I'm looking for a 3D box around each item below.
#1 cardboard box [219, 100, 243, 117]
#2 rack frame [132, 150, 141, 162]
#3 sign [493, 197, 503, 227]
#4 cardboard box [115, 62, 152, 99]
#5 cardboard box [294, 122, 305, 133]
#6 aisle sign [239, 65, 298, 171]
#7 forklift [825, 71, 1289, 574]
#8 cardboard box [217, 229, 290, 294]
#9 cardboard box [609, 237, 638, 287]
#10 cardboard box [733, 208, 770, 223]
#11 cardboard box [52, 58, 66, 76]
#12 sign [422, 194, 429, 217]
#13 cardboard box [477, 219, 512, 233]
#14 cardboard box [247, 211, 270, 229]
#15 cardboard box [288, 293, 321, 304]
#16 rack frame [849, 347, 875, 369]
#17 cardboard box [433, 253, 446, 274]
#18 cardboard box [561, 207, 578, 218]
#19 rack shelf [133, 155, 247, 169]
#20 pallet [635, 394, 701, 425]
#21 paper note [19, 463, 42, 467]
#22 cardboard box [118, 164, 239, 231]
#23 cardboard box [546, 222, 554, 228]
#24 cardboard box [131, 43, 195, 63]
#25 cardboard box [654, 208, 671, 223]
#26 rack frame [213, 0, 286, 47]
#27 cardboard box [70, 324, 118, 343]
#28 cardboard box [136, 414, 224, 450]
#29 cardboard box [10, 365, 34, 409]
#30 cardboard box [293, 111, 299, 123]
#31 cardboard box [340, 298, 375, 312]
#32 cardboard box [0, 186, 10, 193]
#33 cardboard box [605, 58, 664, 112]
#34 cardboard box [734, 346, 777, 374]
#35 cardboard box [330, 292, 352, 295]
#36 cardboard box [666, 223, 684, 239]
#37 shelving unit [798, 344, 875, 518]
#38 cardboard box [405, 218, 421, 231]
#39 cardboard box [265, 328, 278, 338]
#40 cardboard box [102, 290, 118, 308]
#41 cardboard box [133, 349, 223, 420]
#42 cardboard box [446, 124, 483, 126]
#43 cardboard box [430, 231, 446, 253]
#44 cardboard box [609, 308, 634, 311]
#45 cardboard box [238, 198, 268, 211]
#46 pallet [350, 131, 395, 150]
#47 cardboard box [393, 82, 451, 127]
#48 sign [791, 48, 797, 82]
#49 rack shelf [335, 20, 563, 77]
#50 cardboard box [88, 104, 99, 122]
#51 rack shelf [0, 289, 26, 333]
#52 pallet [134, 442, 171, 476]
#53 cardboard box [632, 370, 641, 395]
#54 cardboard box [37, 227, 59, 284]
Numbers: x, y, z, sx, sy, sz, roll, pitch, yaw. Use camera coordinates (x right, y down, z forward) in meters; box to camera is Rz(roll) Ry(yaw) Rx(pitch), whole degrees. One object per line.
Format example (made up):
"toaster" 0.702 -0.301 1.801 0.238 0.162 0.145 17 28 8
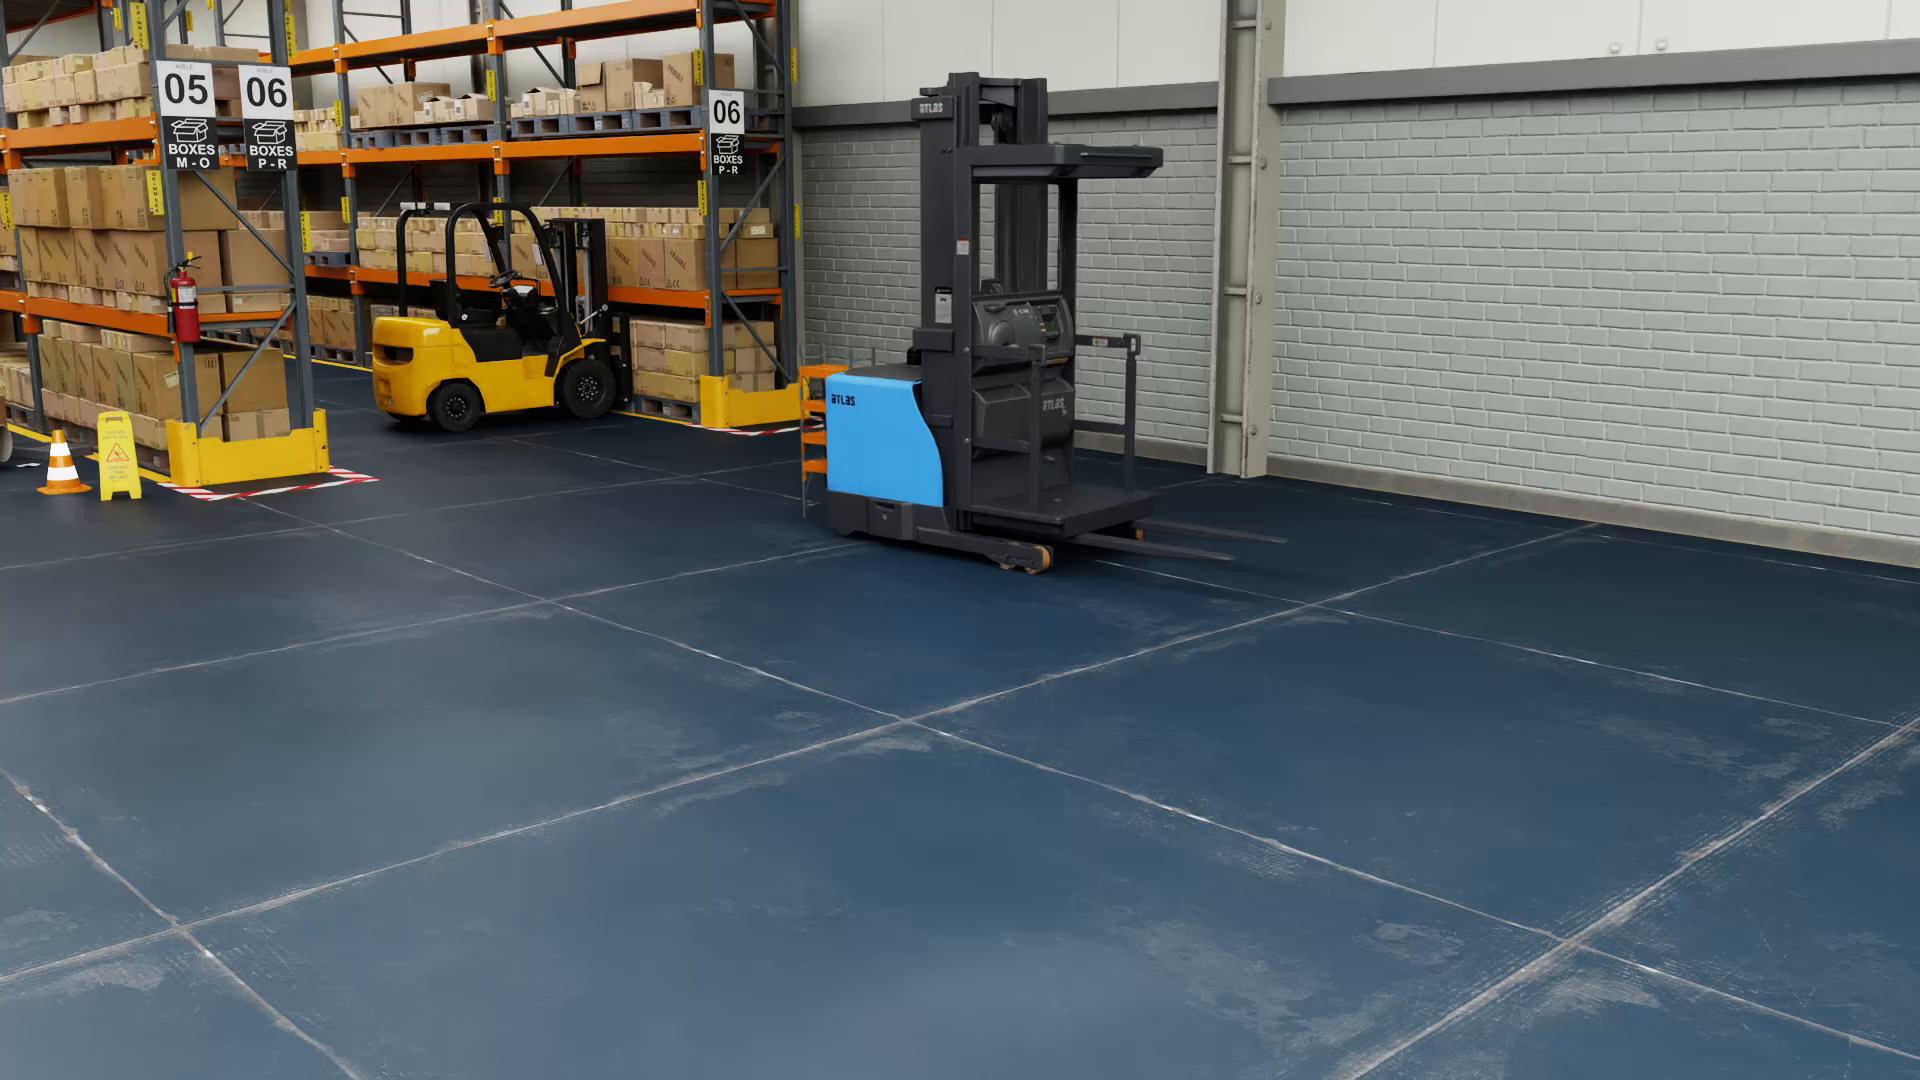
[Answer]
"cardboard box" -5.637 -3.408 13.206 0.380 0.149 0.250 -11 16 -42
"rack frame" -13.105 -4.995 27.723 1.000 3.000 0.127 -11 16 -43
"sign" -5.203 -3.695 18.740 0.100 0.325 0.005 -11 16 -43
"cardboard box" -6.191 -3.546 12.892 0.500 0.250 0.500 -11 16 -43
"cardboard box" -8.869 -5.628 22.746 0.380 0.149 0.250 -10 15 -41
"aisle sign" -5.376 -3.275 12.932 0.394 0.787 0.004 -11 16 -43
"forklift" 0.560 -1.354 10.222 3.031 2.935 1.130 10 15 39
"cardboard box" -5.769 -2.270 13.512 0.500 0.500 0.500 -11 16 -43
"cardboard box" -3.291 -2.896 17.286 0.500 0.500 0.500 -11 16 -44
"cardboard box" -2.133 -3.251 16.666 0.380 0.149 0.250 -11 16 -44
"cardboard box" -7.485 -4.014 14.175 0.380 0.149 0.250 -11 16 -43
"sign" -7.181 -4.472 22.317 0.100 0.325 0.005 -11 16 -43
"cardboard box" -5.406 -3.665 19.409 0.380 0.149 0.250 -11 16 -43
"cardboard box" -9.812 -4.489 23.976 0.700 0.500 0.500 -11 16 -42
"cardboard box" -9.340 -3.439 23.717 0.380 0.149 0.250 -10 15 -41
"rack frame" -0.654 -0.708 11.334 0.015 1.200 0.240 9 14 40
"cardboard box" -6.027 -3.357 20.142 0.500 0.250 0.500 -11 16 -42
"cardboard box" -4.081 -3.521 17.974 0.380 0.149 0.250 -11 16 -43
"rack shelf" -11.724 -5.820 26.076 1.077 0.370 4.000 -11 16 -43
"pallet" -2.614 -1.400 17.184 1.003 0.211 1.213 -11 16 -43
"paper note" -7.783 -0.634 13.914 0.148 0.019 0.142 6 13 26
"cardboard box" -6.153 -2.696 13.102 0.500 0.500 0.700 11 16 44
"cardboard box" -4.291 -3.409 18.170 0.380 0.149 0.250 -10 16 -41
"cardboard box" -6.090 -3.713 12.711 0.380 0.149 0.250 -11 16 -42
"cardboard box" -2.848 -3.261 16.715 0.380 0.149 0.250 -10 16 -41
"rack frame" -10.342 -7.350 24.284 1.000 3.000 0.127 -11 16 -43
"cardboard box" -7.606 -1.832 14.675 0.380 0.149 0.250 -10 15 -39
"cardboard box" -6.412 -0.911 13.672 0.500 0.250 0.500 -11 16 -43
"cardboard box" -8.769 -1.546 16.455 0.950 0.372 0.625 -11 16 -42
"cardboard box" -8.927 -5.762 22.661 0.380 0.149 0.250 -11 16 -42
"cardboard box" -8.104 -3.163 22.379 0.250 0.149 0.380 11 16 42
"cardboard box" -9.373 -3.404 16.368 0.250 0.149 0.380 11 16 43
"cardboard box" -3.172 -4.627 16.966 0.700 0.500 0.500 -11 16 -42
"cardboard box" -2.230 -1.861 17.047 0.500 0.250 0.500 -11 16 -42
"cardboard box" -8.802 -3.473 23.880 0.250 0.149 0.380 11 16 43
"cardboard box" -2.695 -3.071 16.530 0.380 0.149 0.250 -11 16 -42
"shelving unit" -0.839 -0.736 11.491 0.503 1.200 0.258 9 14 40
"cardboard box" -6.674 -3.920 20.648 0.380 0.149 0.250 -10 16 -41
"cardboard box" -9.796 -3.214 24.234 0.500 0.500 0.500 -11 16 -43
"cardboard box" -6.990 -2.046 14.033 0.380 0.149 0.250 -11 16 -43
"cardboard box" -6.385 -1.275 13.580 0.500 0.500 0.500 -11 16 -42
"cardboard box" -6.055 -5.137 20.268 0.380 0.166 0.250 -11 16 -43
"cardboard box" -6.051 -3.601 20.088 0.500 0.250 0.500 -10 16 -41
"cardboard box" -3.977 -2.476 18.790 0.500 0.250 0.500 -11 16 -43
"cardboard box" -11.178 -5.105 26.034 0.500 0.500 0.500 11 16 44
"pallet" -7.047 -5.118 21.352 1.213 0.211 1.003 -10 15 -40
"cardboard box" -6.553 -5.312 20.292 0.500 0.500 0.500 -10 16 -41
"sign" -1.650 -4.672 16.361 0.100 0.325 0.005 -11 16 -43
"rack shelf" -6.199 -5.926 20.147 1.077 0.370 4.000 -11 16 -43
"cardboard box" -6.956 -3.518 13.741 0.250 0.149 0.380 11 16 44
"rack shelf" -9.786 -2.491 17.352 1.077 0.370 4.000 -11 16 -43
"pallet" -6.231 -0.737 13.964 1.003 0.211 1.213 -11 16 -43
"cardboard box" -3.284 -1.692 17.462 0.500 0.250 0.500 -11 16 -42
"cardboard box" -7.939 -2.573 14.982 0.500 0.500 0.500 -11 16 -43
